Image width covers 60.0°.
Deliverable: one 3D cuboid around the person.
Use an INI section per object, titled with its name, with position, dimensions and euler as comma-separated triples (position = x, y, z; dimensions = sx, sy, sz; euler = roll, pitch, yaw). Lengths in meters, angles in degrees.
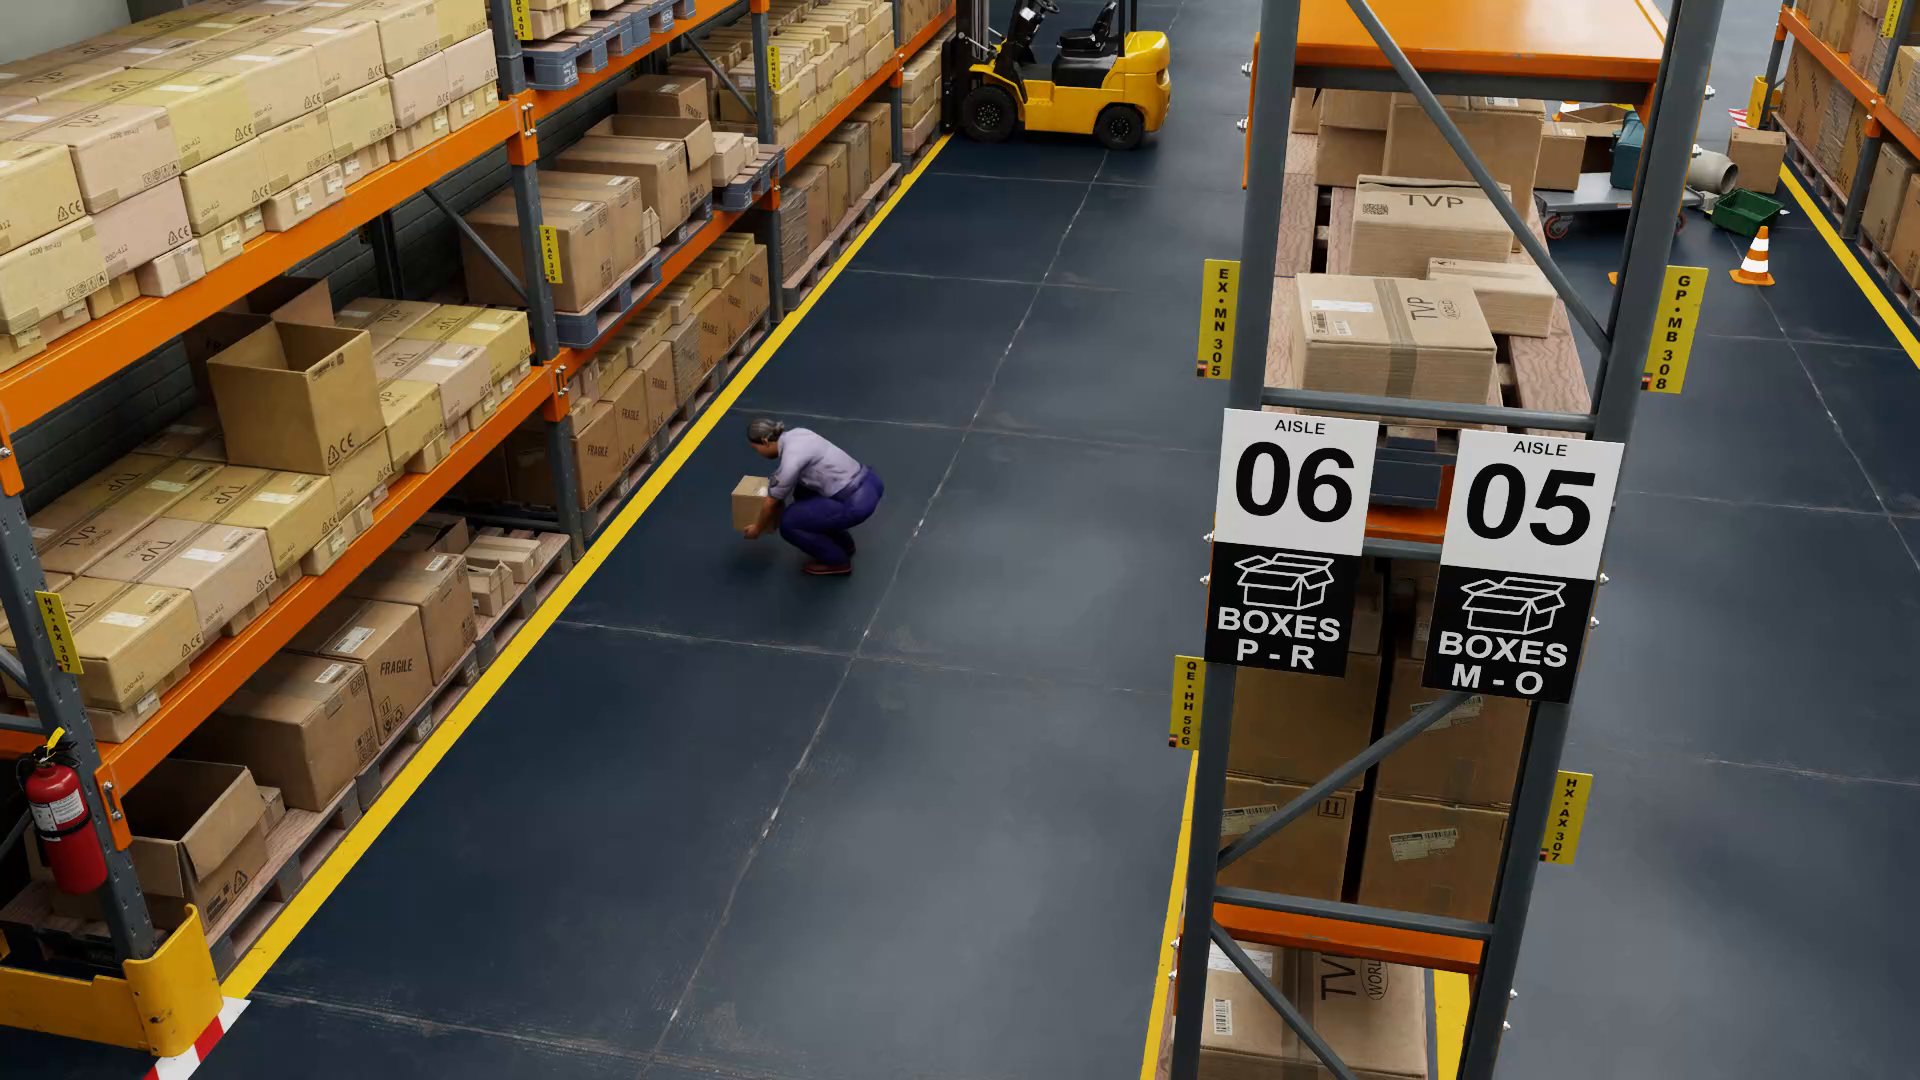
[person]
position = -0.879, -0.286, 9.880
dimensions = 0.830, 0.943, 0.516
euler = 6, 30, 10
